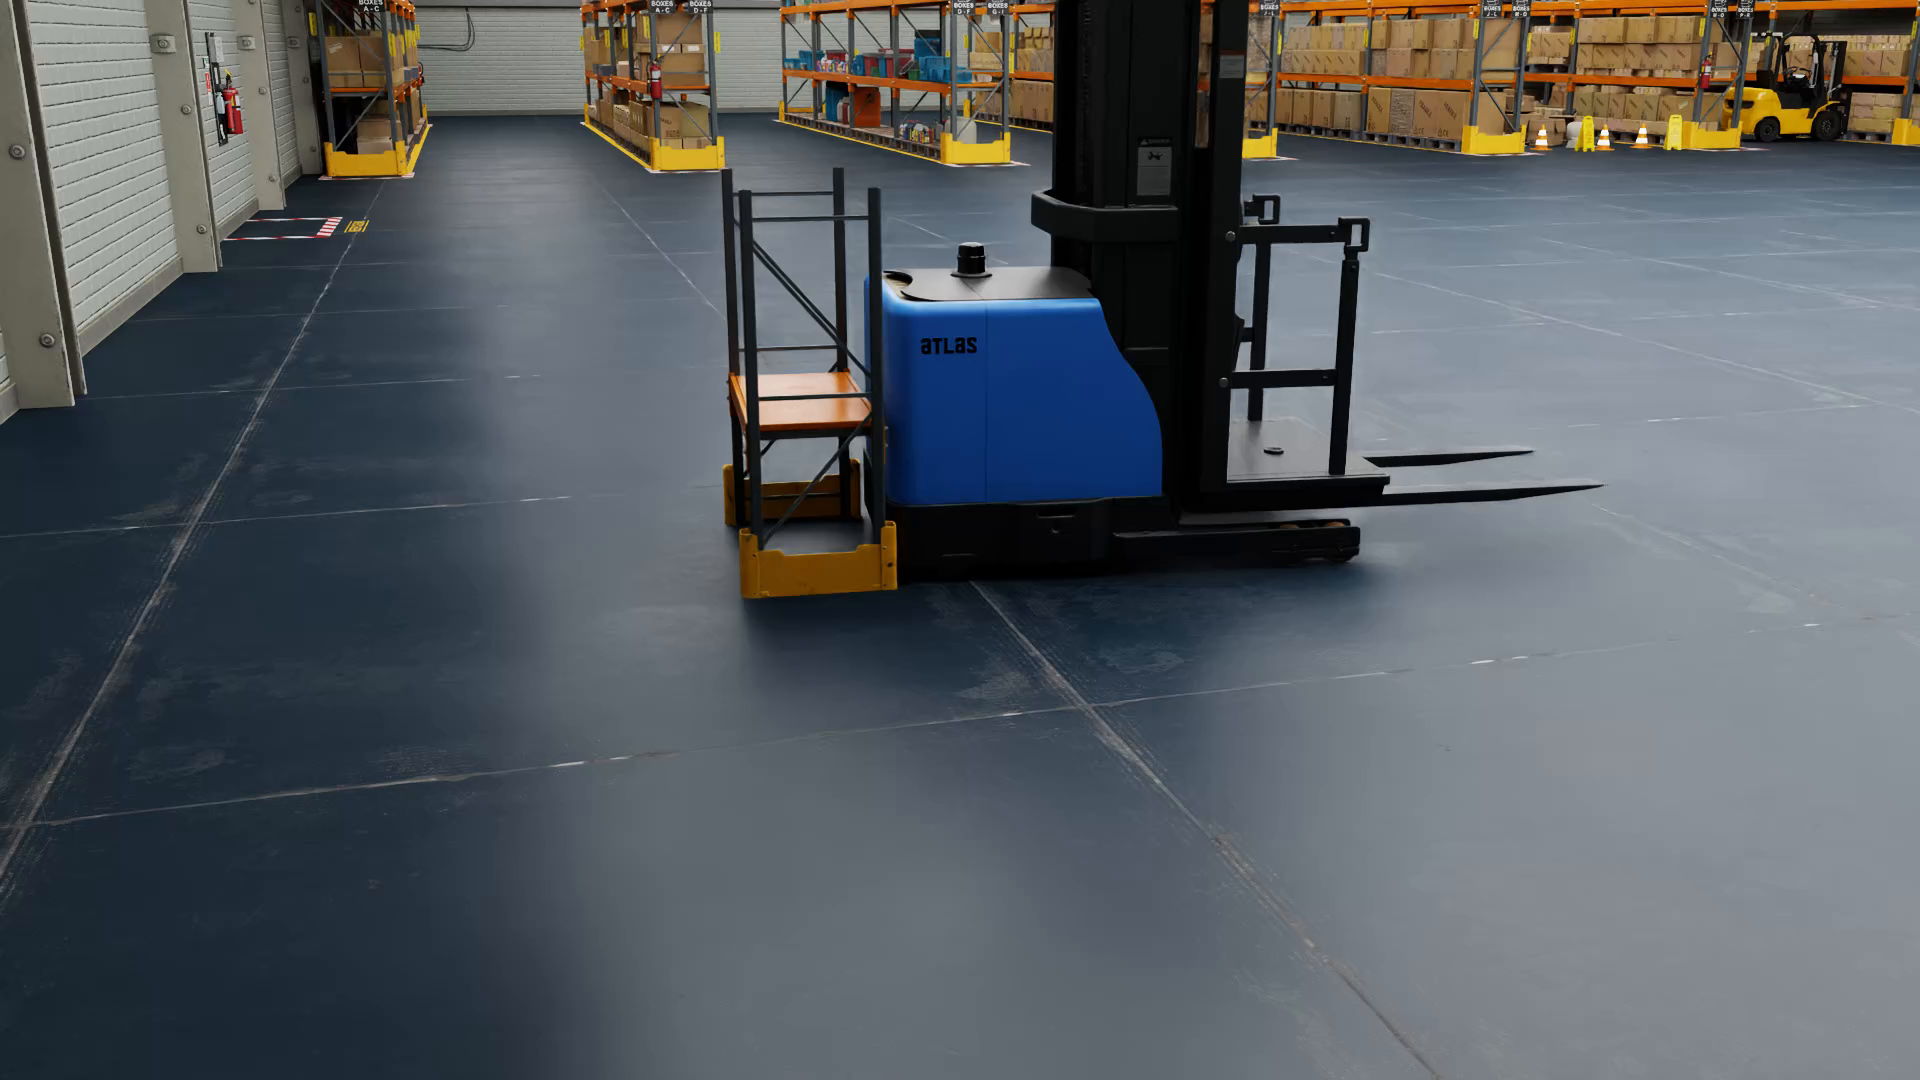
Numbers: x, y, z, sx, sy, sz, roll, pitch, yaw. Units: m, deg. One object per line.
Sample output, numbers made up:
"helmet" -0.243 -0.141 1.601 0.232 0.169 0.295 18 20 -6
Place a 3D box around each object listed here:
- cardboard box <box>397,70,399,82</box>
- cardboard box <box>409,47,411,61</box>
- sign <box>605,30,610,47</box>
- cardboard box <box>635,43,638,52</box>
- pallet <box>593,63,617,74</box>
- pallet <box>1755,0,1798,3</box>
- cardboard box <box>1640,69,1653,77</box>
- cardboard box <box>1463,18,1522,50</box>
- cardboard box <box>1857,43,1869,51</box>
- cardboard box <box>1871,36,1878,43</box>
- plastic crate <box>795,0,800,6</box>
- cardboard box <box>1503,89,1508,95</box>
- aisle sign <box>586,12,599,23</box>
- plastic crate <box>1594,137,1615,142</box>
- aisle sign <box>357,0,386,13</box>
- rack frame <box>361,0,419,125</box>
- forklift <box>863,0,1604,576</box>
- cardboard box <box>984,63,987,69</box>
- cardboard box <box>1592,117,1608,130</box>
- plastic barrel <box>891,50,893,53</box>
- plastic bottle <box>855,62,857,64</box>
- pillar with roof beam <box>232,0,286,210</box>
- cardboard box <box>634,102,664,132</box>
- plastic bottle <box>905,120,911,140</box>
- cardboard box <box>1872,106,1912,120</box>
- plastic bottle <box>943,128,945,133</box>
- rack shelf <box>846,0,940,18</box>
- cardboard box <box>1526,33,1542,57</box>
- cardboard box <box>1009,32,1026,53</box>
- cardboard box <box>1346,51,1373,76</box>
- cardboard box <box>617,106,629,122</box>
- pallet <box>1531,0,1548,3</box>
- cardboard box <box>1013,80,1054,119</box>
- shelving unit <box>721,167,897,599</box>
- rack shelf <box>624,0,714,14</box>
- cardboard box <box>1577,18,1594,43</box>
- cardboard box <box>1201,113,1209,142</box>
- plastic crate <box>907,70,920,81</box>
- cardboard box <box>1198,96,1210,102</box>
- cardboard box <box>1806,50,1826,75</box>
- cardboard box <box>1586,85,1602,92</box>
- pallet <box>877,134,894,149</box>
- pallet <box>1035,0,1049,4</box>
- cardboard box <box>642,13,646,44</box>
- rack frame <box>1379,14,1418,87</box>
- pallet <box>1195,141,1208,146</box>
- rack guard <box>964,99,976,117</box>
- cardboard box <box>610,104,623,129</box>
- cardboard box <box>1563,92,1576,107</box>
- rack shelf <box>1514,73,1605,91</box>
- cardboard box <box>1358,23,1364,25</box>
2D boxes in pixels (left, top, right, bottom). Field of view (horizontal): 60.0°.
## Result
"cardboard box" -9.180 -7.339 26.396 0.500 0.250 0.500 -5 18 -17
"cardboard box" -11.551 -9.949 34.134 0.500 0.500 0.500 -5 17 -16
"sign" -7.151 -10.175 33.738 0.100 0.325 0.005 -5 17 -15
"cardboard box" -5.645 -8.867 29.955 0.380 0.149 0.250 -5 17 -15
"pallet" -7.616 -10.489 36.991 1.003 0.211 1.213 -5 17 -15
"pallet" 18.038 -12.145 37.288 0.805 0.209 1.217 -5 18 -17
"cardboard box" 13.894 -9.372 33.373 0.380 0.149 0.250 -5 17 -16
"cardboard box" 9.825 -9.332 30.669 0.875 0.550 0.550 -5 17 -15
"cardboard box" 18.741 -10.167 34.285 0.380 0.149 0.250 -5 18 -17
"cardboard box" 18.899 -10.245 34.025 0.380 0.149 0.250 -5 17 -15
"plastic crate" -3.754 -13.050 40.175 0.437 0.282 0.530 -5 17 -15
"cardboard box" 15.319 -12.310 46.334 0.500 0.500 0.500 -4 17 -14
"aisle sign" -9.131 -13.158 41.023 0.394 0.787 0.004 -5 17 -15
"plastic crate" 13.165 -8.266 34.331 0.402 0.080 0.583 -12 20 -34
"aisle sign" -8.887 -8.348 25.009 0.394 0.787 0.004 -5 17 -15
"rack frame" -12.493 -10.418 36.420 1.000 3.000 0.127 -5 17 -15
"forklift" 1.146 -1.446 6.671 3.031 2.935 1.130 -3 17 -9
"cardboard box" 0.832 -12.099 42.454 0.380 0.149 0.250 -5 17 -16
"cardboard box" 13.582 -8.716 34.805 0.500 0.250 0.500 -4 17 -12
"plastic barrel" -1.264 -9.764 34.049 0.421 0.512 0.421 0 17 0
"plastic bottle" -2.323 -10.699 37.580 0.097 0.271 0.097 0 17 0
"pillar with roof beam" -4.431 -8.778 20.532 9.100 9.000 0.400 -5 17 -15
"cardboard box" -5.431 -7.412 29.158 0.500 0.500 0.500 -5 17 -15
"plastic bottle" -0.946 -7.674 31.126 0.144 0.351 0.185 -4 17 -14
"cardboard box" 18.958 -8.684 33.829 0.500 0.250 0.500 -5 17 -16
"plastic bottle" -0.265 -7.585 30.947 0.061 0.283 0.133 -5 17 -15
"rack shelf" -1.318 -10.634 33.175 1.077 0.370 4.000 -5 17 -15
"cardboard box" 12.901 -10.945 36.753 0.500 0.500 0.500 -4 17 -13
"cardboard box" 1.411 -12.129 40.555 0.500 0.500 0.500 -4 17 -14
"cardboard box" 8.390 -9.915 34.573 0.500 0.500 0.500 -5 17 -16
"cardboard box" -6.480 -8.403 32.787 0.500 0.311 0.500 -5 17 -17
"pallet" 13.167 -11.976 36.719 1.213 0.211 1.003 -5 17 -15
"cardboard box" 1.990 -10.601 39.993 1.225 0.875 0.875 -5 17 -15
"shelving unit" -0.629 -0.665 6.560 0.587 1.500 1.083 -3 17 -11
"rack shelf" -4.983 -9.137 28.191 1.077 0.370 4.000 -5 17 -15
"cardboard box" 13.434 -10.694 34.910 0.700 0.500 0.500 -5 17 -16
"cardboard box" 4.740 -7.614 30.701 0.500 0.500 0.500 0 17 -1
"plastic crate" -0.667 -8.489 30.367 0.450 0.188 0.662 -5 17 -15
"cardboard box" 6.244 -11.156 42.067 0.380 0.149 0.250 -4 17 -14
"cardboard box" 18.464 -10.179 35.450 0.500 0.500 0.500 -5 17 -16
"cardboard box" 13.401 -9.494 34.962 0.380 0.149 0.250 -4 17 -14
"pallet" -1.022 -7.867 32.775 1.003 0.211 1.213 -5 17 -15
"pallet" 2.356 -12.316 37.852 1.003 0.211 1.213 -4 17 -13
"cardboard box" -5.127 -8.867 28.827 0.700 0.500 0.500 -5 17 -15
"rack frame" 11.323 -12.376 42.940 1.000 3.000 0.127 -5 17 -15
"pallet" 4.883 -7.187 30.510 1.003 0.211 1.213 -5 17 -15
"rack guard" 0.689 -11.509 44.397 1.175 0.500 0.348 -5 17 -15
"cardboard box" -7.115 -8.958 35.140 0.500 0.500 0.500 -4 17 -13
"cardboard box" 16.167 -11.476 43.556 0.500 0.500 0.500 -5 17 -16
"rack shelf" 12.972 -10.372 37.518 1.077 0.370 4.000 -5 17 -15
"cardboard box" 10.715 -13.560 43.841 0.380 0.149 0.250 -5 17 -16
